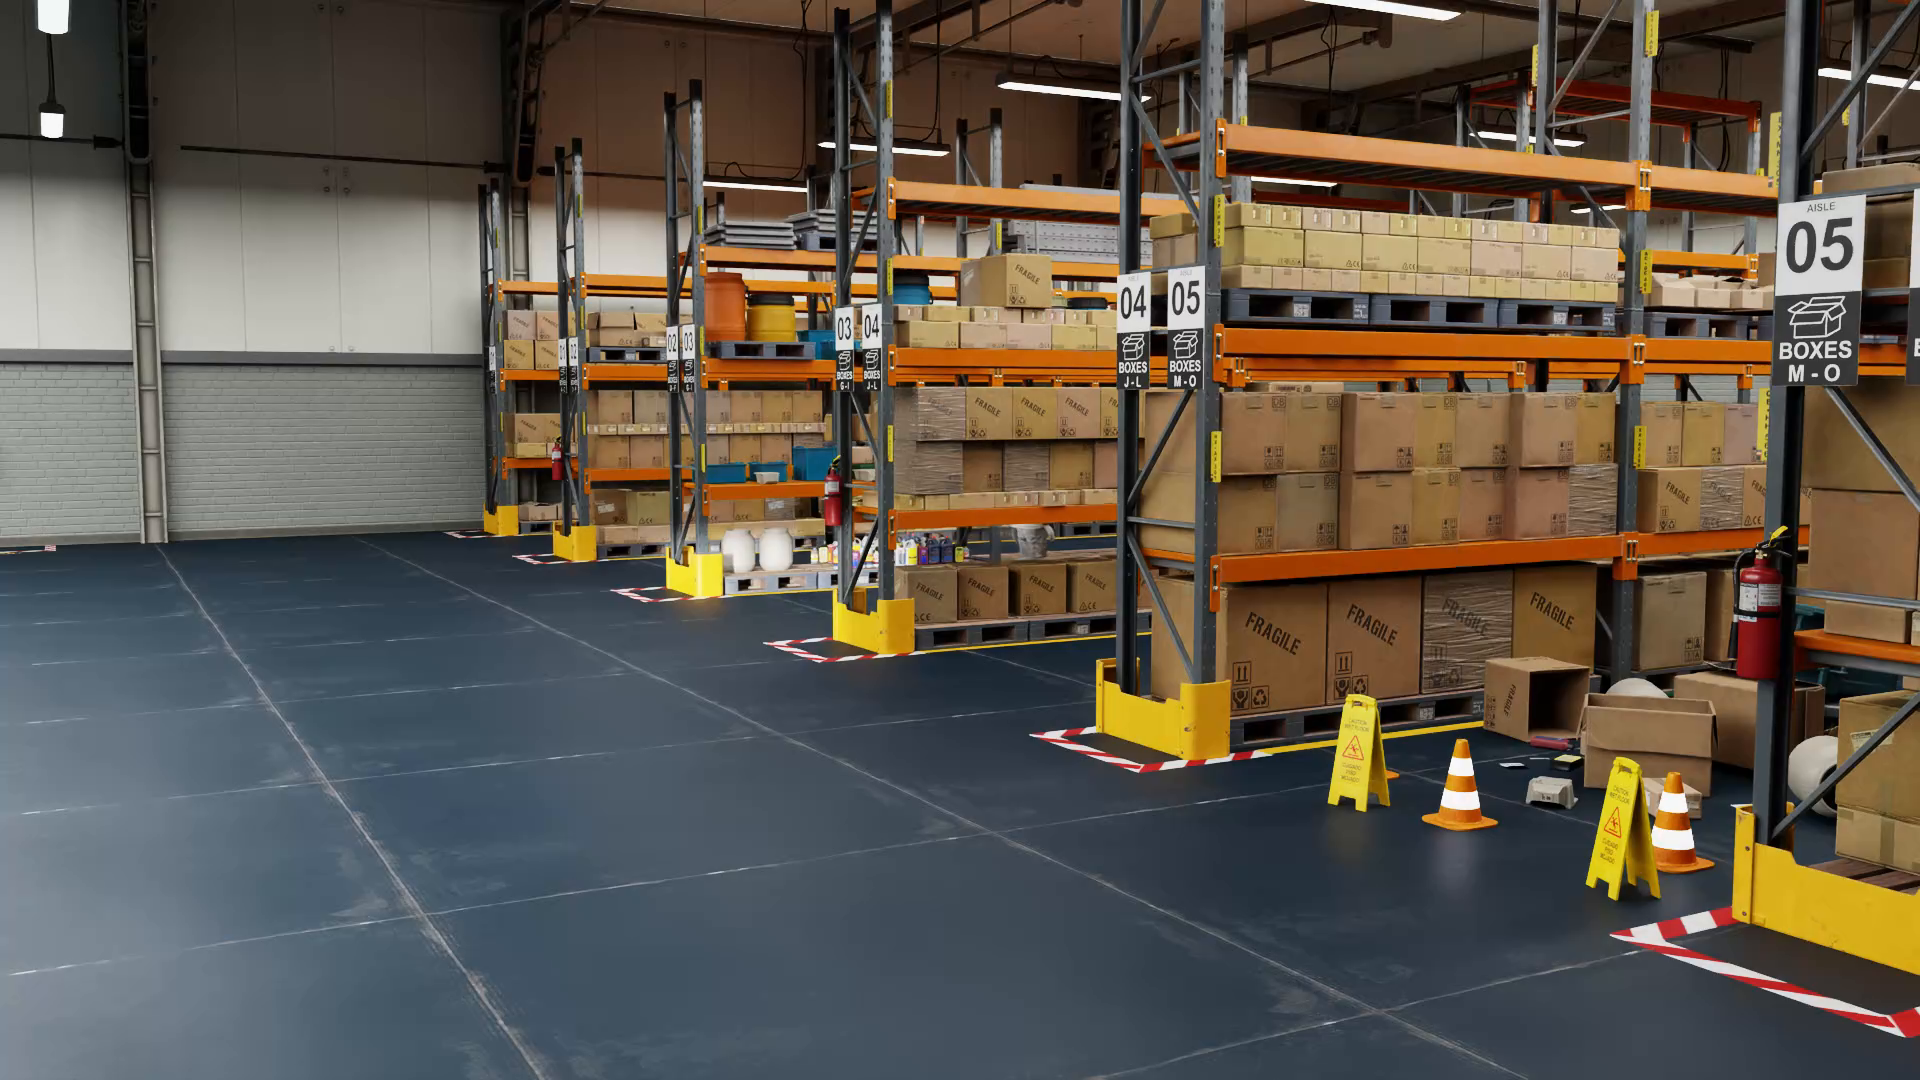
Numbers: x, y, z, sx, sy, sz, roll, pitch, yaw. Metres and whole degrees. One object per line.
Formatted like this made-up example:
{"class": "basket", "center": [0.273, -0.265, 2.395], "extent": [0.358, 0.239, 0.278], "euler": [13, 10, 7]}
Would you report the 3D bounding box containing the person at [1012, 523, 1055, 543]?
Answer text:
{"class": "person", "center": [0.818, -0.130, 18.448], "extent": [0.525, 1.790, 0.573], "euler": [-3, 6, -34]}
